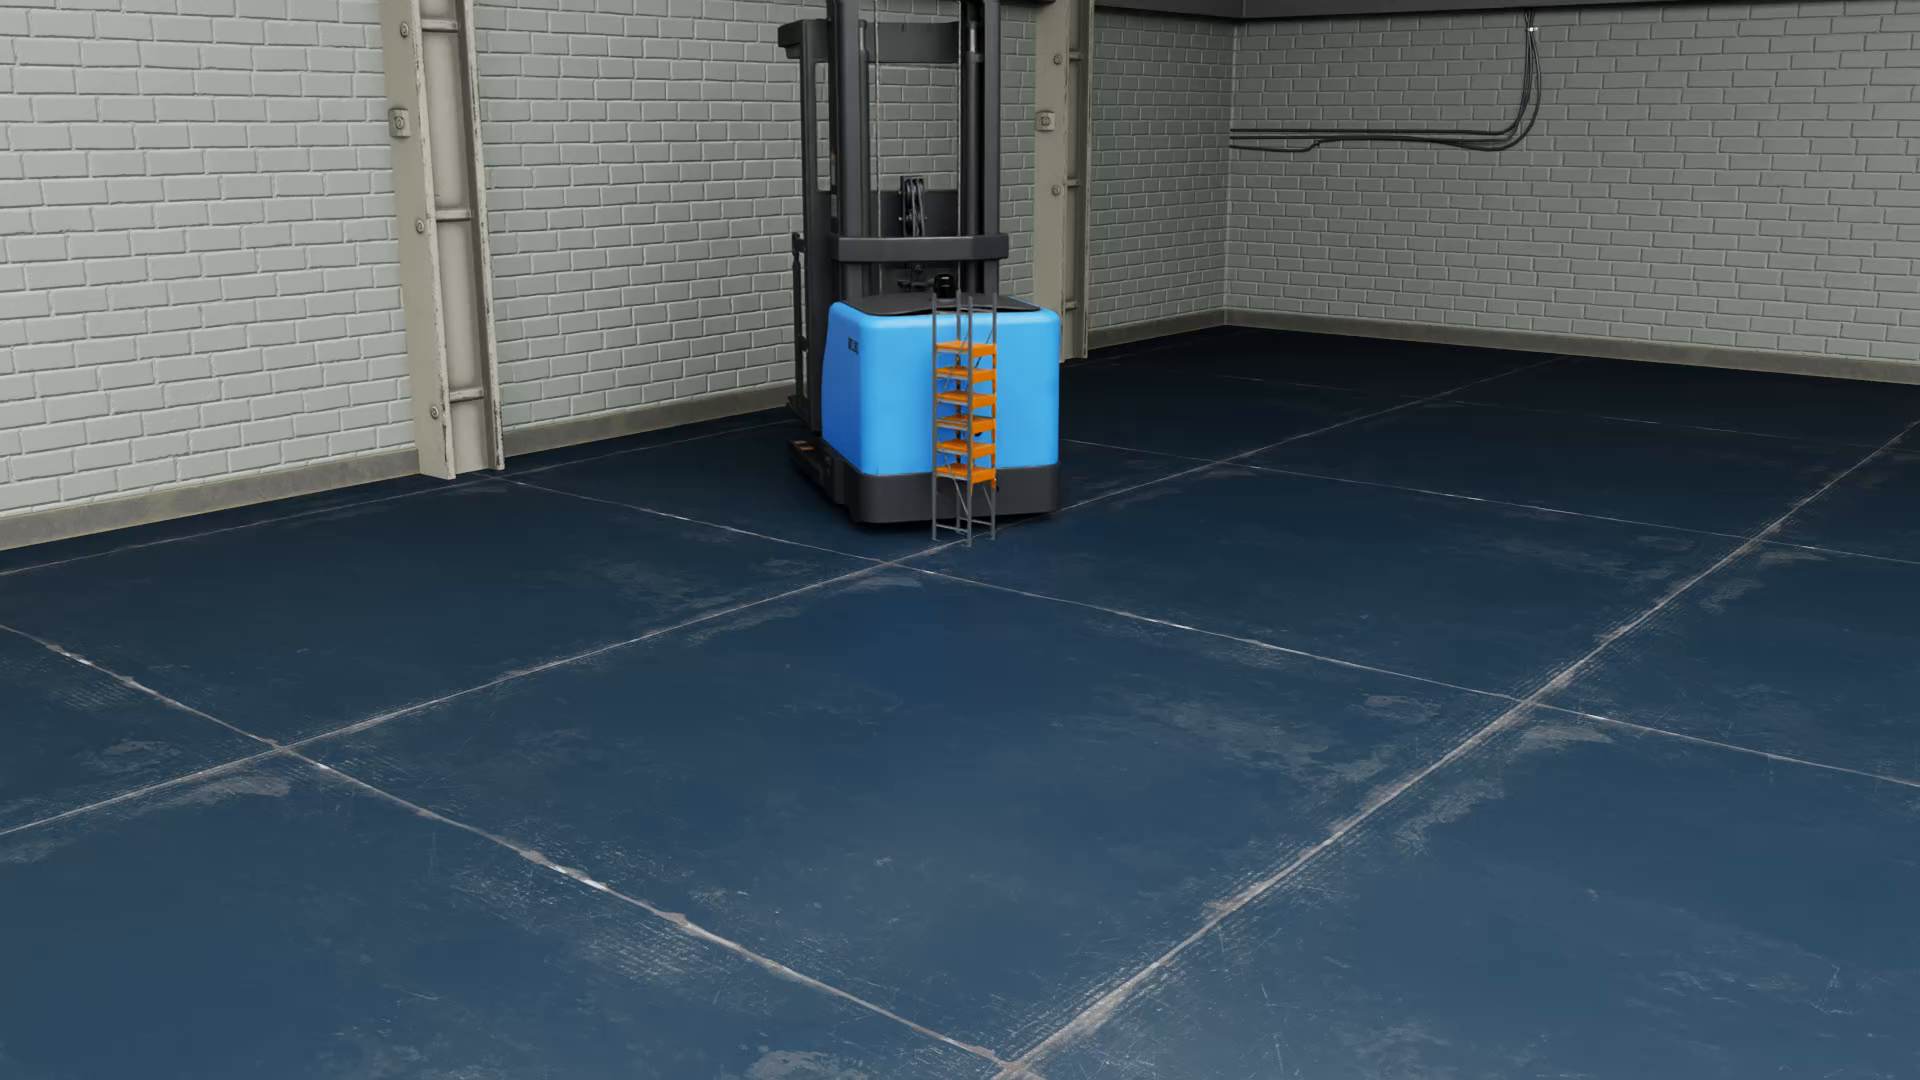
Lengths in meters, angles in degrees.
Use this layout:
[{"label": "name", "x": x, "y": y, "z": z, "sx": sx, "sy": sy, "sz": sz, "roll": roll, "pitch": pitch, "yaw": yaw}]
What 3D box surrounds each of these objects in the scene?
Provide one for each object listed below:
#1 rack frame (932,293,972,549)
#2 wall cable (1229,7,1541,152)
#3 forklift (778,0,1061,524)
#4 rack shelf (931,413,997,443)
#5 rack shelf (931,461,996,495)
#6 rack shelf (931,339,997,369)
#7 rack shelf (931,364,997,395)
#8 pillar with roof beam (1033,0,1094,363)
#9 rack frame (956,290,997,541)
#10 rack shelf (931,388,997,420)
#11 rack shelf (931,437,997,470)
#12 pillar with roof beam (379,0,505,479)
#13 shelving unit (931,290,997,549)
[{"label": "rack frame", "x": -0.039, "y": -0.559, "z": 7.884, "sx": 0.240, "sy": 1.200, "sz": 0.006, "roll": 12, "pitch": 18, "yaw": 38}, {"label": "wall cable", "x": 3.737, "y": -4.771, "z": 14.935, "sx": 3.097, "sy": 2.526, "sz": 0.112, "roll": 11, "pitch": 18, "yaw": 38}, {"label": "forklift", "x": -0.385, "y": -1.819, "z": 9.332, "sx": 1.130, "sy": 2.935, "sz": 3.031, "roll": -4, "pitch": 15, "yaw": -16}, {"label": "rack shelf", "x": 0.019, "y": -0.533, "z": 7.964, "sx": 0.258, "sy": 0.103, "sz": 0.180, "roll": 12, "pitch": 18, "yaw": 38}, {"label": "rack shelf", "x": 0.018, "y": -0.301, "z": 8.023, "sx": 0.258, "sy": 0.103, "sz": 0.180, "roll": 12, "pitch": 18, "yaw": 38}, {"label": "rack shelf", "x": 0.020, "y": -0.882, "z": 7.874, "sx": 0.258, "sy": 0.103, "sz": 0.180, "roll": 12, "pitch": 18, "yaw": 38}, {"label": "rack shelf", "x": 0.020, "y": -0.766, "z": 7.904, "sx": 0.258, "sy": 0.103, "sz": 0.180, "roll": 12, "pitch": 18, "yaw": 38}, {"label": "pillar with roof beam", "x": 4.205, "y": -5.251, "z": 10.515, "sx": 9.100, "sy": 9.000, "sz": 0.400, "roll": 11, "pitch": 18, "yaw": 38}, {"label": "rack frame", "x": 0.077, "y": -0.594, "z": 8.021, "sx": 0.240, "sy": 1.200, "sz": 0.006, "roll": 12, "pitch": 18, "yaw": 38}, {"label": "rack shelf", "x": 0.019, "y": -0.650, "z": 7.934, "sx": 0.258, "sy": 0.103, "sz": 0.180, "roll": 12, "pitch": 18, "yaw": 38}, {"label": "rack shelf", "x": 0.019, "y": -0.417, "z": 7.994, "sx": 0.258, "sy": 0.103, "sz": 0.180, "roll": 12, "pitch": 18, "yaw": 38}, {"label": "pillar with roof beam", "x": 0.434, "y": -4.102, "z": 5.992, "sx": 9.100, "sy": 9.000, "sz": 0.400, "roll": 11, "pitch": 18, "yaw": 38}, {"label": "shelving unit", "x": 0.019, "y": -0.576, "z": 7.953, "sx": 0.258, "sy": 1.200, "sz": 0.189, "roll": 12, "pitch": 18, "yaw": 38}]
